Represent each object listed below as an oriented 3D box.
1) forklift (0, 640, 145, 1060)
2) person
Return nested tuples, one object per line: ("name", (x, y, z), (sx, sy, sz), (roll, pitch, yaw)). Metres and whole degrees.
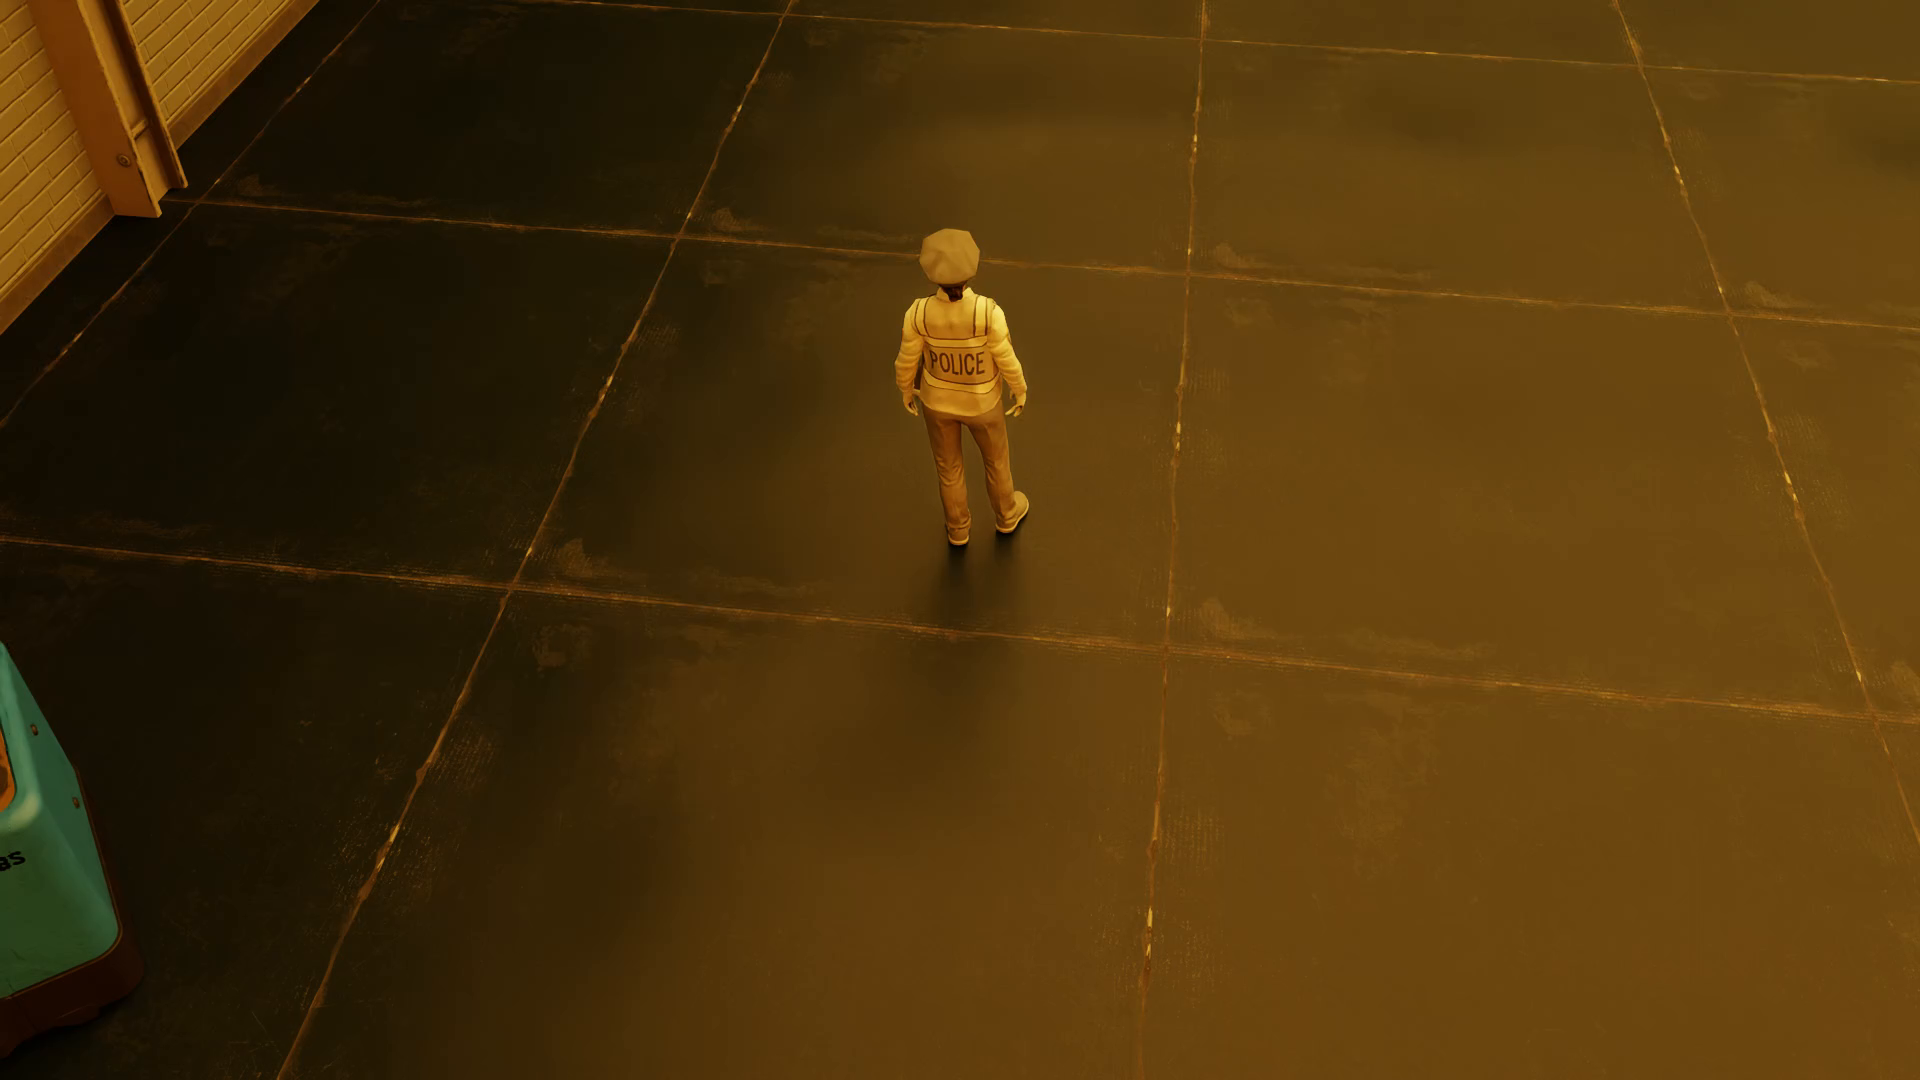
("forklift", (-4.501, 0.818, 4.834), (3.031, 2.935, 1.130), (-22, 47, -23))
("person", (0.016, -0.675, 7.362), (0.587, 1.694, 0.530), (5, 43, 6))
